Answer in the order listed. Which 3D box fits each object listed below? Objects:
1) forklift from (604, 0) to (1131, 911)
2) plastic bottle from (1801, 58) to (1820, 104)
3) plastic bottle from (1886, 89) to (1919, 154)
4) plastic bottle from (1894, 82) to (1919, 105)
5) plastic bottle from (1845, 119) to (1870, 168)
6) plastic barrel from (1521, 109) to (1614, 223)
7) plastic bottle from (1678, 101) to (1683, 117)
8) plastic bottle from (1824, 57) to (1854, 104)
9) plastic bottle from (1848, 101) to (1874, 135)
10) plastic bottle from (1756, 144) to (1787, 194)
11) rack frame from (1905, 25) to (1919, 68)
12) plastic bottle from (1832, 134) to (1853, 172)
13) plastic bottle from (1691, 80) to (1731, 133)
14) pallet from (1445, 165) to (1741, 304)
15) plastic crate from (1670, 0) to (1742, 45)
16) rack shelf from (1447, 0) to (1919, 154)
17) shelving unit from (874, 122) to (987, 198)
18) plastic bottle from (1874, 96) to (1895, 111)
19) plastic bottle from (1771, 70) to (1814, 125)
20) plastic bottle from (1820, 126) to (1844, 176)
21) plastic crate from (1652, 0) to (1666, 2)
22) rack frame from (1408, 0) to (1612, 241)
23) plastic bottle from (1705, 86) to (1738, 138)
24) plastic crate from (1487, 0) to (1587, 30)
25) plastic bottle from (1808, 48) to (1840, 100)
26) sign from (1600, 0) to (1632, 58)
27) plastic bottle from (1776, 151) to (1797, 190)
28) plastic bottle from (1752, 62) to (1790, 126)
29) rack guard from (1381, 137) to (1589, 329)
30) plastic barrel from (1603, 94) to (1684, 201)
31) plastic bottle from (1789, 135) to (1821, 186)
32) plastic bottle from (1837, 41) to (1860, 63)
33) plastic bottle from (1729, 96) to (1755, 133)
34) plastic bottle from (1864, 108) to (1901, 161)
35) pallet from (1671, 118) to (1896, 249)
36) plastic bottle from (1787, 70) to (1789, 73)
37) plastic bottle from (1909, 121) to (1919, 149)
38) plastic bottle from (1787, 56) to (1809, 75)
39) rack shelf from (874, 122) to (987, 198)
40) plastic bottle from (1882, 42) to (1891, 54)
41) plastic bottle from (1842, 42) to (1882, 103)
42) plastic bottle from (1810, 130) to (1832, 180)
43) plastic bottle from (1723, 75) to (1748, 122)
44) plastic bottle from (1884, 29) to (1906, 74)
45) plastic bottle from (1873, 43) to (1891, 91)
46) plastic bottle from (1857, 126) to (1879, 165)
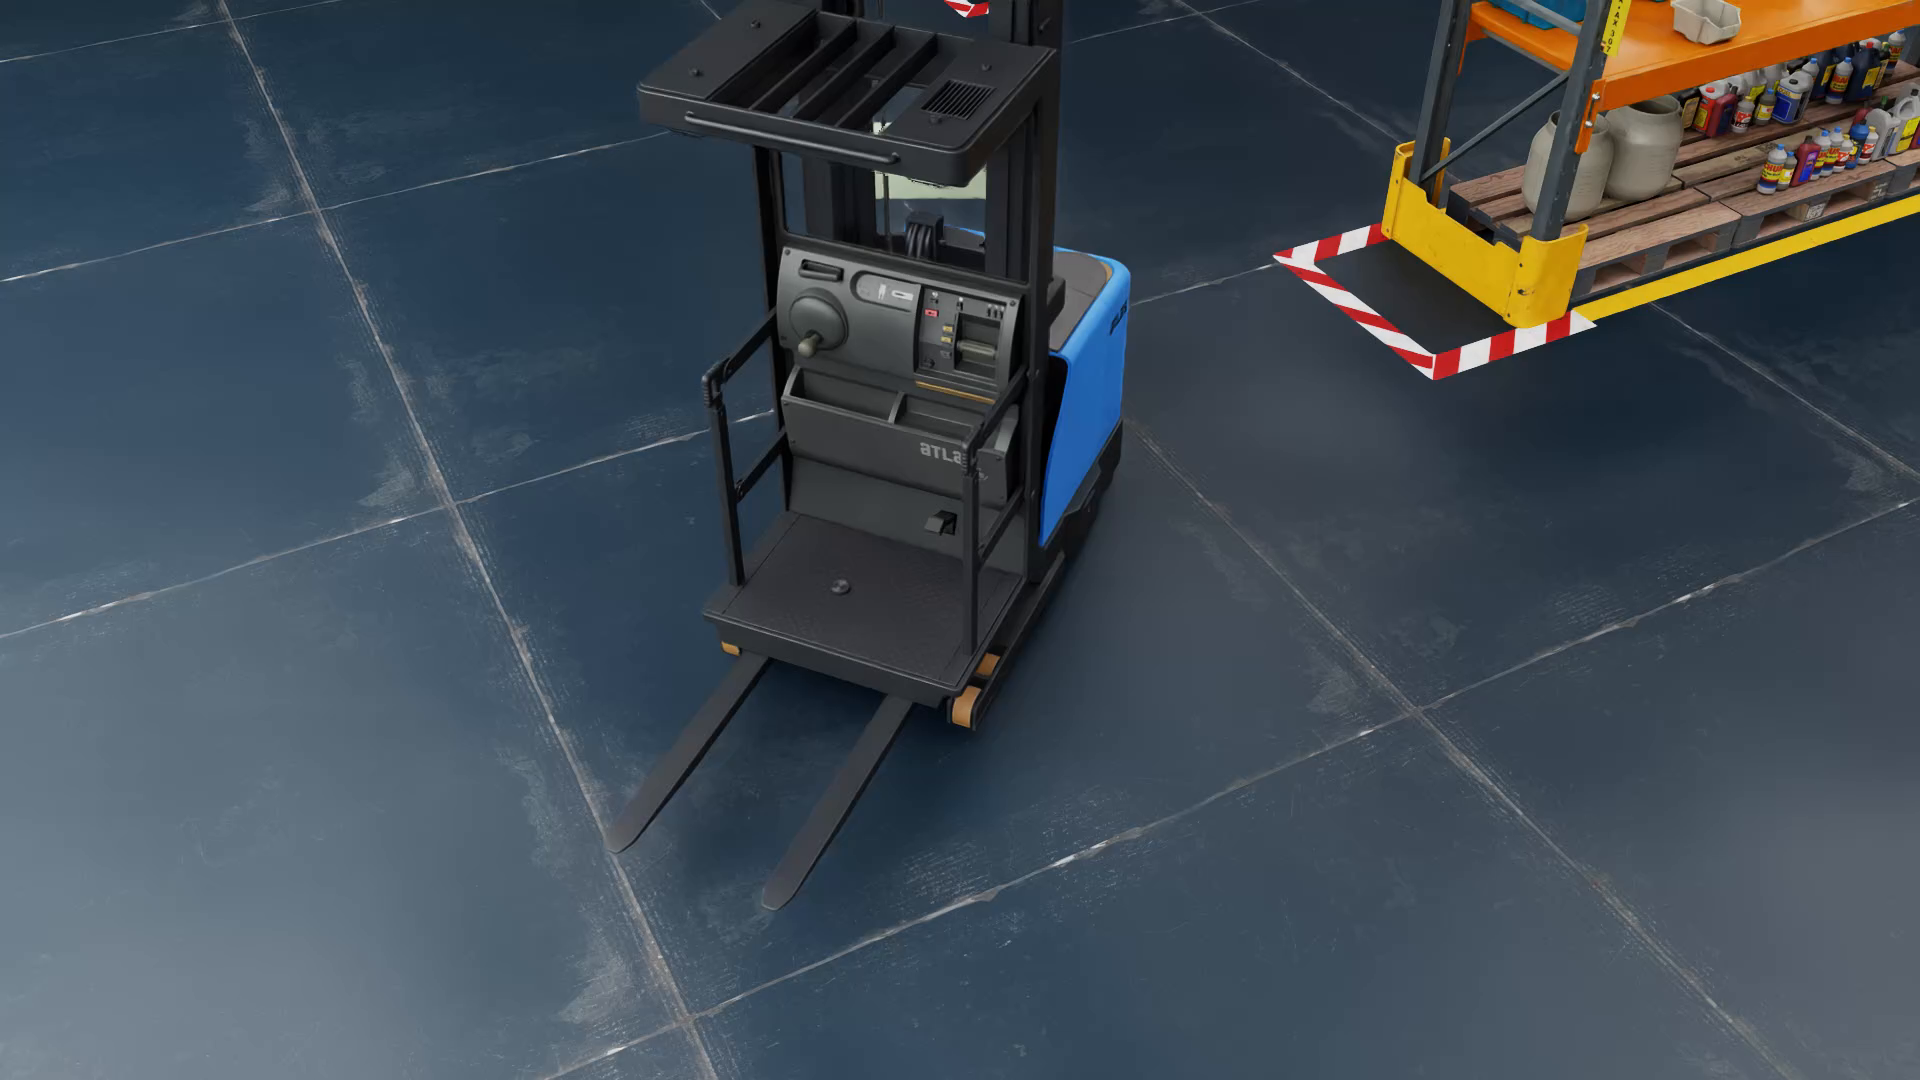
[{"bbox_3d":[-0.313,-0.713,5.824,1.130,2.935,3.031,15,43,17],"label":"forklift"},{"bbox_3d":[5.063,-2.746,9.944,0.097,0.271,0.097,0,40,0],"label":"plastic bottle"},{"bbox_3d":[5.357,-2.390,9.462,0.185,0.351,0.144,-19,44,-21],"label":"plastic bottle"},{"bbox_3d":[5.553,-2.536,9.691,0.135,0.276,0.152,-19,44,-21],"label":"plastic bottle"},{"bbox_3d":[5.028,-2.232,9.337,0.097,0.271,0.097,0,40,0],"label":"plastic bottle"},{"bbox_3d":[3.252,-2.002,8.894,0.421,0.512,0.421,0,40,0],"label":"plastic barrel"},{"bbox_3d":[4.130,-2.450,9.648,0.097,0.201,0.097,0,40,0],"label":"plastic bottle"},{"bbox_3d":[5.271,-2.755,9.955,0.097,0.271,0.097,0,40,0],"label":"plastic bottle"},{"bbox_3d":[5.161,-2.379,9.501,0.133,0.283,0.061,-19,44,-21],"label":"plastic bottle"},{"bbox_3d":[4.456,-2.040,9.109,0.097,0.271,0.097,0,40,0],"label":"plastic bottle"},{"bbox_3d":[6.252,-3.744,9.352,0.127,3.000,1.000,-19,44,-21],"label":"rack frame"},{"bbox_3d":[4.937,-2.175,9.323,0.097,0.201,0.097,0,40,0],"label":"plastic bottle"},{"bbox_3d":[4.367,-2.538,9.694,0.135,0.276,0.152,-18,44,-20],"label":"plastic bottle"},{"bbox_3d":[3.473,-1.775,9.184,1.213,0.211,1.003,-19,44,-21],"label":"pallet"},{"bbox_3d":[3.646,-2.533,8.125,0.250,0.136,0.298,-19,44,-21],"label":"plastic crate"},{"bbox_3d":[4.478,-2.873,8.879,4.000,0.370,1.077,-19,44,-21],"label":"rack shelf"},{"bbox_3d":[-0.129,-1.322,7.651,0.755,1.500,0.431,0,40,0],"label":"shelving unit"},{"bbox_3d":[5.287,-2.416,9.544,0.133,0.283,0.061,-19,44,-21],"label":"plastic bottle"},{"bbox_3d":[4.890,-2.609,9.778,0.135,0.276,0.152,-19,44,-21],"label":"plastic bottle"},{"bbox_3d":[4.849,-2.172,9.265,0.097,0.271,0.097,0,40,0],"label":"plastic bottle"},{"bbox_3d":[3.588,-3.005,8.594,0.408,0.251,0.499,-19,44,-21],"label":"plastic crate"},{"bbox_3d":[2.704,-2.551,7.942,0.127,3.000,1.000,-19,44,-21],"label":"rack frame"},{"bbox_3d":[4.416,-2.480,9.620,0.133,0.283,0.061,-19,44,-21],"label":"plastic bottle"},{"bbox_3d":[3.010,-2.815,8.369,0.616,0.251,0.499,-19,44,-21],"label":"plastic crate"},{"bbox_3d":[5.177,-2.842,9.995,0.185,0.351,0.144,-20,44,-22],"label":"plastic bottle"},{"bbox_3d":[2.954,-2.340,7.478,0.005,0.325,0.100,-19,44,-21],"label":"sign"},{"bbox_3d":[4.548,-2.044,9.168,0.097,0.201,0.097,0,40,0],"label":"plastic bottle"},{"bbox_3d":[4.779,-2.673,9.796,0.284,0.351,0.242,-19,44,-21],"label":"plastic bottle"},{"bbox_3d":[2.750,-1.646,8.808,0.348,0.500,1.175,-19,44,-21],"label":"rack guard"},{"bbox_3d":[3.697,-2.151,9.070,0.421,0.512,0.421,0,40,0],"label":"plastic barrel"},{"bbox_3d":[4.665,-2.101,9.173,0.133,0.283,0.061,-18,43,-20],"label":"plastic bottle"},{"bbox_3d":[5.344,-2.898,10.062,0.185,0.351,0.144,-17,43,-20],"label":"plastic bottle"},{"bbox_3d":[4.564,-2.485,9.689,0.097,0.201,0.097,0,40,0],"label":"plastic bottle"},{"bbox_3d":[5.211,-2.316,9.431,0.135,0.276,0.152,-18,43,-20],"label":"plastic bottle"},{"bbox_3d":[4.553,-2.137,9.611,1.213,0.211,1.003,-19,44,-21],"label":"pallet"},{"bbox_3d":[4.915,-2.714,9.960,0.097,0.201,0.097,0,40,0],"label":"plastic bottle"},{"bbox_3d":[5.518,-2.388,9.512,0.133,0.283,0.061,-16,43,-18],"label":"plastic bottle"},{"bbox_3d":[5.011,-2.791,9.987,0.133,0.283,0.061,-17,43,-19],"label":"plastic bottle"},{"bbox_3d":[-0.129,-1.620,7.399,0.720,0.370,0.431,0,40,0],"label":"rack shelf"},{"bbox_3d":[5.676,-2.970,10.262,0.097,0.201,0.097,0,40,0],"label":"plastic bottle"},{"bbox_3d":[5.411,-2.816,9.964,0.185,0.351,0.144,-19,44,-21],"label":"plastic bottle"},{"bbox_3d":[4.760,-2.142,9.230,0.097,0.271,0.097,0,40,0],"label":"plastic bottle"},{"bbox_3d":[4.490,-2.579,9.743,0.135,0.276,0.152,-20,44,-22],"label":"plastic bottle"},{"bbox_3d":[5.767,-3.027,10.276,0.097,0.271,0.097,0,40,0],"label":"plastic bottle"},{"bbox_3d":[5.542,-2.859,10.067,0.133,0.283,0.061,-19,44,-21],"label":"plastic bottle"},{"bbox_3d":[5.119,-2.236,9.395,0.097,0.201,0.097,0,40,0],"label":"plastic bottle"}]
